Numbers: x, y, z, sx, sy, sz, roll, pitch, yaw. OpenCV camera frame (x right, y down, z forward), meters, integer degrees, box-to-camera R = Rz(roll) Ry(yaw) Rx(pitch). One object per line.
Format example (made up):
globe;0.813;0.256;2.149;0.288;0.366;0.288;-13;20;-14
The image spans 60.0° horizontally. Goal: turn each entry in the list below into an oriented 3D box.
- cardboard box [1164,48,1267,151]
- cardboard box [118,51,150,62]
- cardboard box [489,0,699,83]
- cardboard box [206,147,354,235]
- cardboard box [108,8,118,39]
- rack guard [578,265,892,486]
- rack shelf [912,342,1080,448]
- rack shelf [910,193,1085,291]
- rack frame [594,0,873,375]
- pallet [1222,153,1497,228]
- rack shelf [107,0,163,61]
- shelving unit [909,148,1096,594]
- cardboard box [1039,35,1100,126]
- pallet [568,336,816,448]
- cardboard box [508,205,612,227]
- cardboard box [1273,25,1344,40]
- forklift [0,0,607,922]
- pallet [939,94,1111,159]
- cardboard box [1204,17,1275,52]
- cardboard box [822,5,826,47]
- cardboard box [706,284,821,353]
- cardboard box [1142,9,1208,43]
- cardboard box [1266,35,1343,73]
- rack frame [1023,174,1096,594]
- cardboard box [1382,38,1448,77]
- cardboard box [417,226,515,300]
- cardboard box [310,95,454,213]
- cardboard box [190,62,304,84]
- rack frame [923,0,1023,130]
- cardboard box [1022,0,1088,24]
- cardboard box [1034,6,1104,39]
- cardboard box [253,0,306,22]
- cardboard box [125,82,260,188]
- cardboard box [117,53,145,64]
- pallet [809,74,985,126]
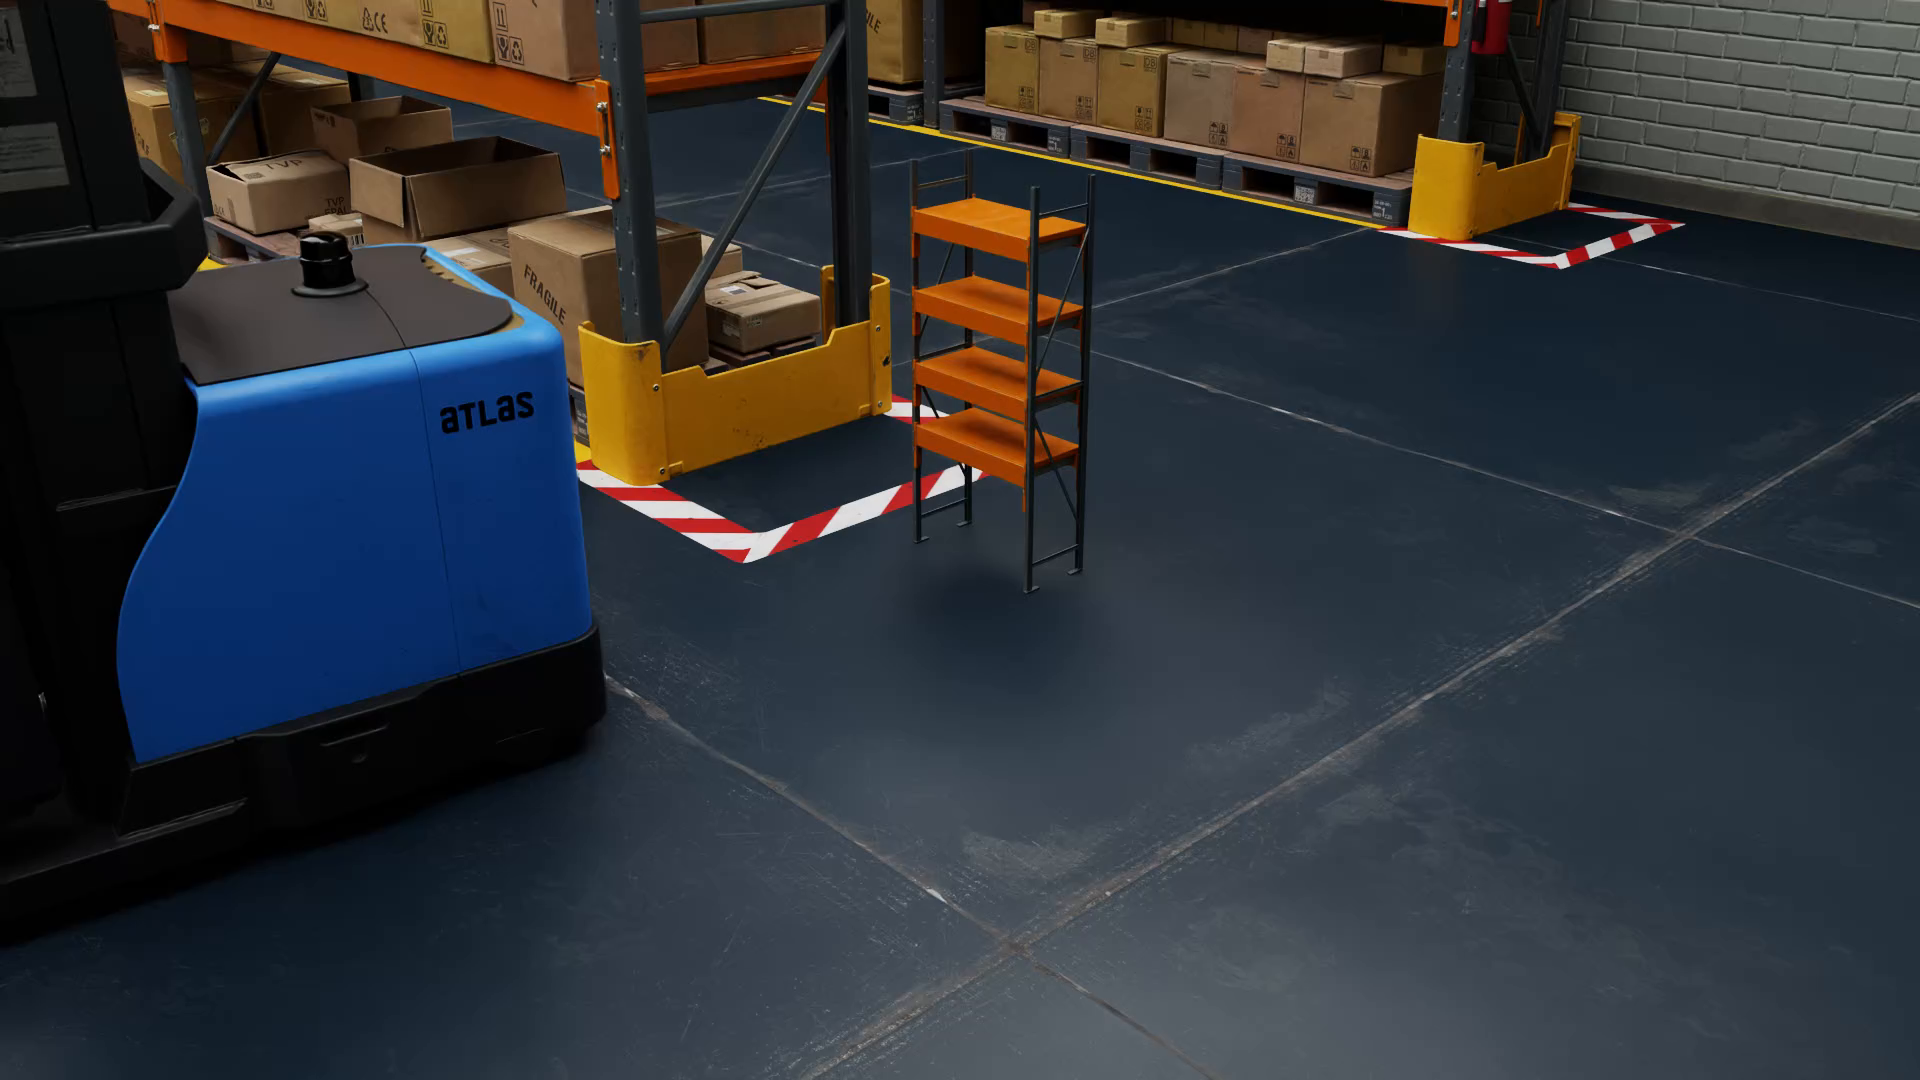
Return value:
cardboard box;1.650;-2.678;10.012;0.500;0.500;0.700;23;33;40
cardboard box;-4.666;-2.686;10.006;0.500;0.500;0.500;22;33;40
cardboard box;-1.230;-1.834;5.536;0.500;0.500;0.500;-20;31;-37
cardboard box;-3.330;-1.730;8.139;0.500;0.311;0.500;-21;32;-38
cardboard box;-5.341;-3.325;10.504;0.500;0.250;0.500;-20;31;-37
rack guard;-0.777;-0.616;5.998;1.175;0.500;0.348;-21;32;-38
rack shelf;0.113;-0.435;4.919;0.258;0.148;0.480;-21;32;-38
rack shelf;0.113;-0.853;4.728;0.258;0.148;0.480;-21;32;-38
rack frame;-0.725;-1.730;5.429;1.000;3.000;0.127;-21;32;-38
pallet;2.285;-2.088;9.573;1.003;0.211;1.213;-21;32;-38
rack shelf;-4.826;-3.221;9.563;1.077;0.370;4.000;-21;32;-38
shelving unit;0.113;-0.496;4.891;0.258;1.200;0.503;-21;32;-38
cardboard box;0.932;-2.994;10.704;0.700;0.500;0.500;-22;32;-39
pallet;-1.323;-0.726;6.587;1.003;0.211;1.213;-21;32;-38
cardboard box;-1.573;-1.228;7.110;0.500;0.250;0.500;-21;32;-38
cardboard box;2.051;-2.917;9.755;0.380;0.149;0.250;-21;32;-38
forklift;-2.382;-0.649;3.142;3.031;2.935;1.130;-16;29;-31
pallet;0.617;-2.827;11.193;1.003;0.211;1.213;-21;32;-38
cardboard box;1.700;-3.072;10.094;0.380;0.149;0.250;-21;32;-38
cardboard box;-0.995;-3.990;12.466;0.750;0.750;0.750;-20;31;-37
cardboard box;-0.761;-0.858;6.421;0.380;0.149;0.250;-21;32;-38
cardboard box;1.351;-3.227;10.433;0.380;0.149;0.250;-21;32;-38
cardboard box;1.941;-2.734;9.353;0.380;0.149;0.250;-20;31;-37
rack frame;0.280;-0.422;4.729;0.240;1.200;0.015;-21;32;-38
cardboard box;2.568;-2.688;9.253;0.380;0.149;0.250;-21;32;-38
cardboard box;-1.904;-1.071;6.766;0.500;0.250;0.500;-21;32;-38
cardboard box;-2.863;-1.913;8.311;0.500;0.500;0.500;-21;32;-38
cardboard box;-3.985;-2.379;9.333;0.500;0.500;0.500;-21;32;-38
rack frame;0.154;-4.349;11.168;1.000;3.000;0.127;-21;32;-38
cardboard box;0.636;-3.542;11.125;0.380;0.149;0.250;-21;32;-39
cardboard box;0.691;-3.286;10.564;0.380;0.149;0.250;-20;31;-37
cardboard box;-2.617;-2.450;6.885;0.500;0.500;0.500;-21;32;-39
cardboard box;-4.006;-2.073;8.662;0.500;0.500;0.500;-21;32;-39
cardboard box;-5.029;-2.531;9.665;0.500;0.500;0.500;22;33;40
pallet;-0.428;-3.292;12.212;1.003;0.211;1.213;-21;32;-38
